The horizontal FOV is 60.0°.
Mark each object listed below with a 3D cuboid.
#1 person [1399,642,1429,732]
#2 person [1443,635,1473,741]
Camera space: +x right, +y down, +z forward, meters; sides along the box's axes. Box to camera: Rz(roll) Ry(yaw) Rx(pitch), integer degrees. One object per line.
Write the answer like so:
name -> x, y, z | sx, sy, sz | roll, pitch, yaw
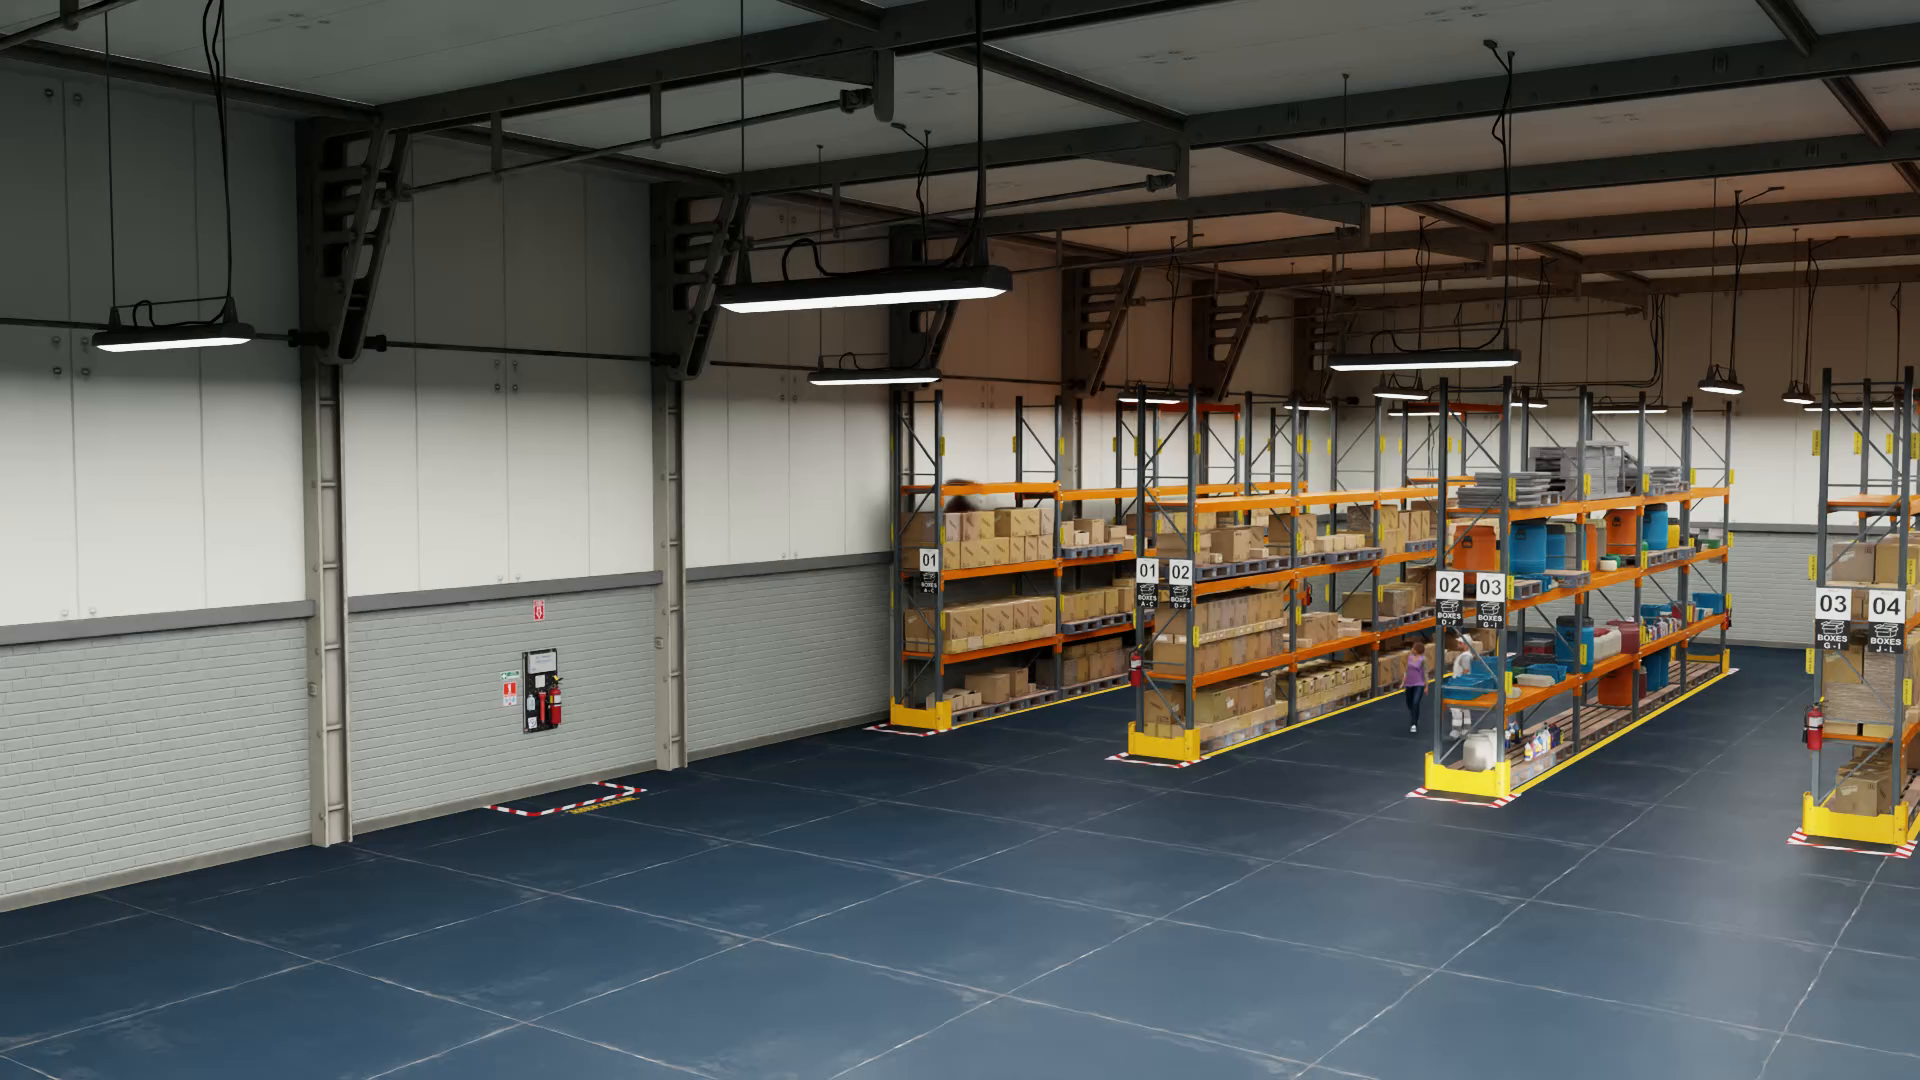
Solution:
person -> 8.038, 2.565, 29.360 | 0.505, 1.552, 0.823 | 2, 4, 28
person -> 8.535, 2.510, 28.391 | 0.474, 1.790, 0.571 | 2, 4, 33
